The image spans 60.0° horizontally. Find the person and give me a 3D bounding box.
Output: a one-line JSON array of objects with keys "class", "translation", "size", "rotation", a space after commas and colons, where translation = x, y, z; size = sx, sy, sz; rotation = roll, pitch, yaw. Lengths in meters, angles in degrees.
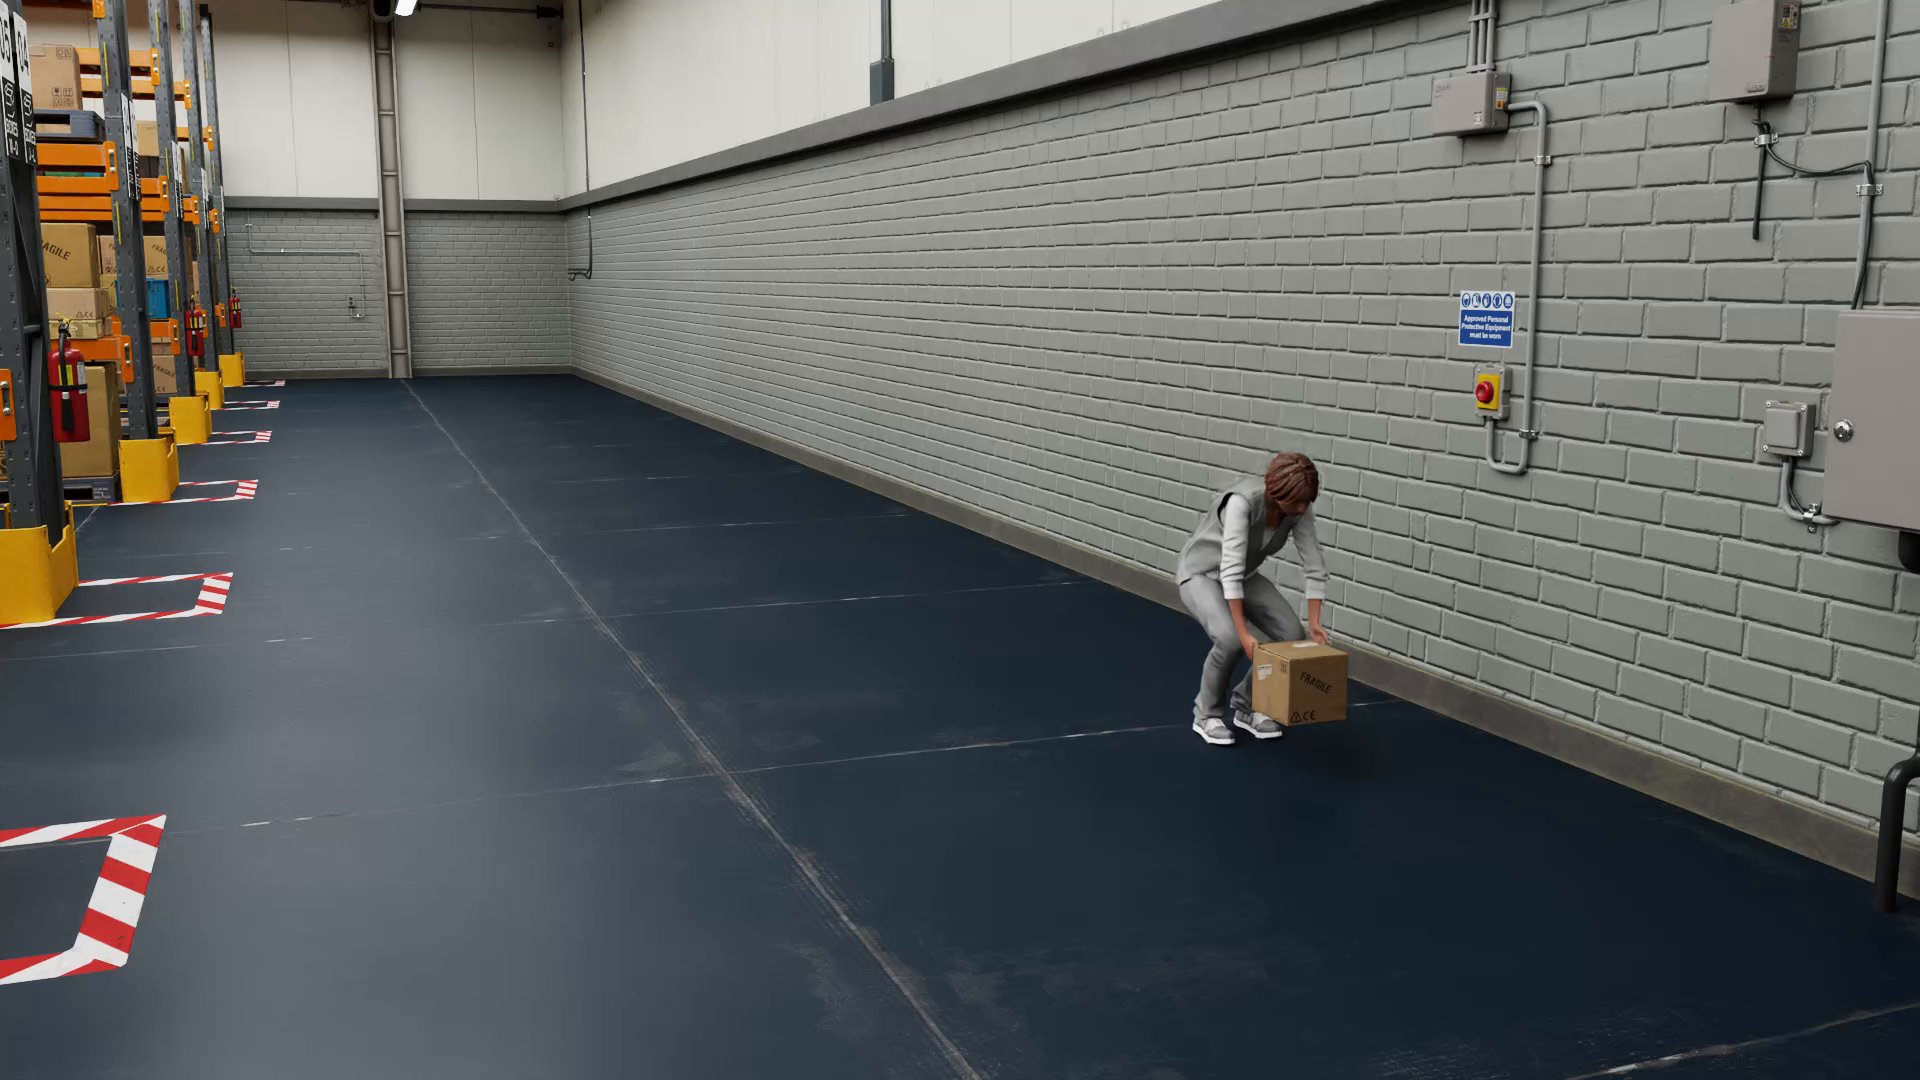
[{"class": "person", "translation": [1.143, 0.219, 6.484], "size": [0.462, 1.148, 0.720], "rotation": [-4, 10, -21]}]
